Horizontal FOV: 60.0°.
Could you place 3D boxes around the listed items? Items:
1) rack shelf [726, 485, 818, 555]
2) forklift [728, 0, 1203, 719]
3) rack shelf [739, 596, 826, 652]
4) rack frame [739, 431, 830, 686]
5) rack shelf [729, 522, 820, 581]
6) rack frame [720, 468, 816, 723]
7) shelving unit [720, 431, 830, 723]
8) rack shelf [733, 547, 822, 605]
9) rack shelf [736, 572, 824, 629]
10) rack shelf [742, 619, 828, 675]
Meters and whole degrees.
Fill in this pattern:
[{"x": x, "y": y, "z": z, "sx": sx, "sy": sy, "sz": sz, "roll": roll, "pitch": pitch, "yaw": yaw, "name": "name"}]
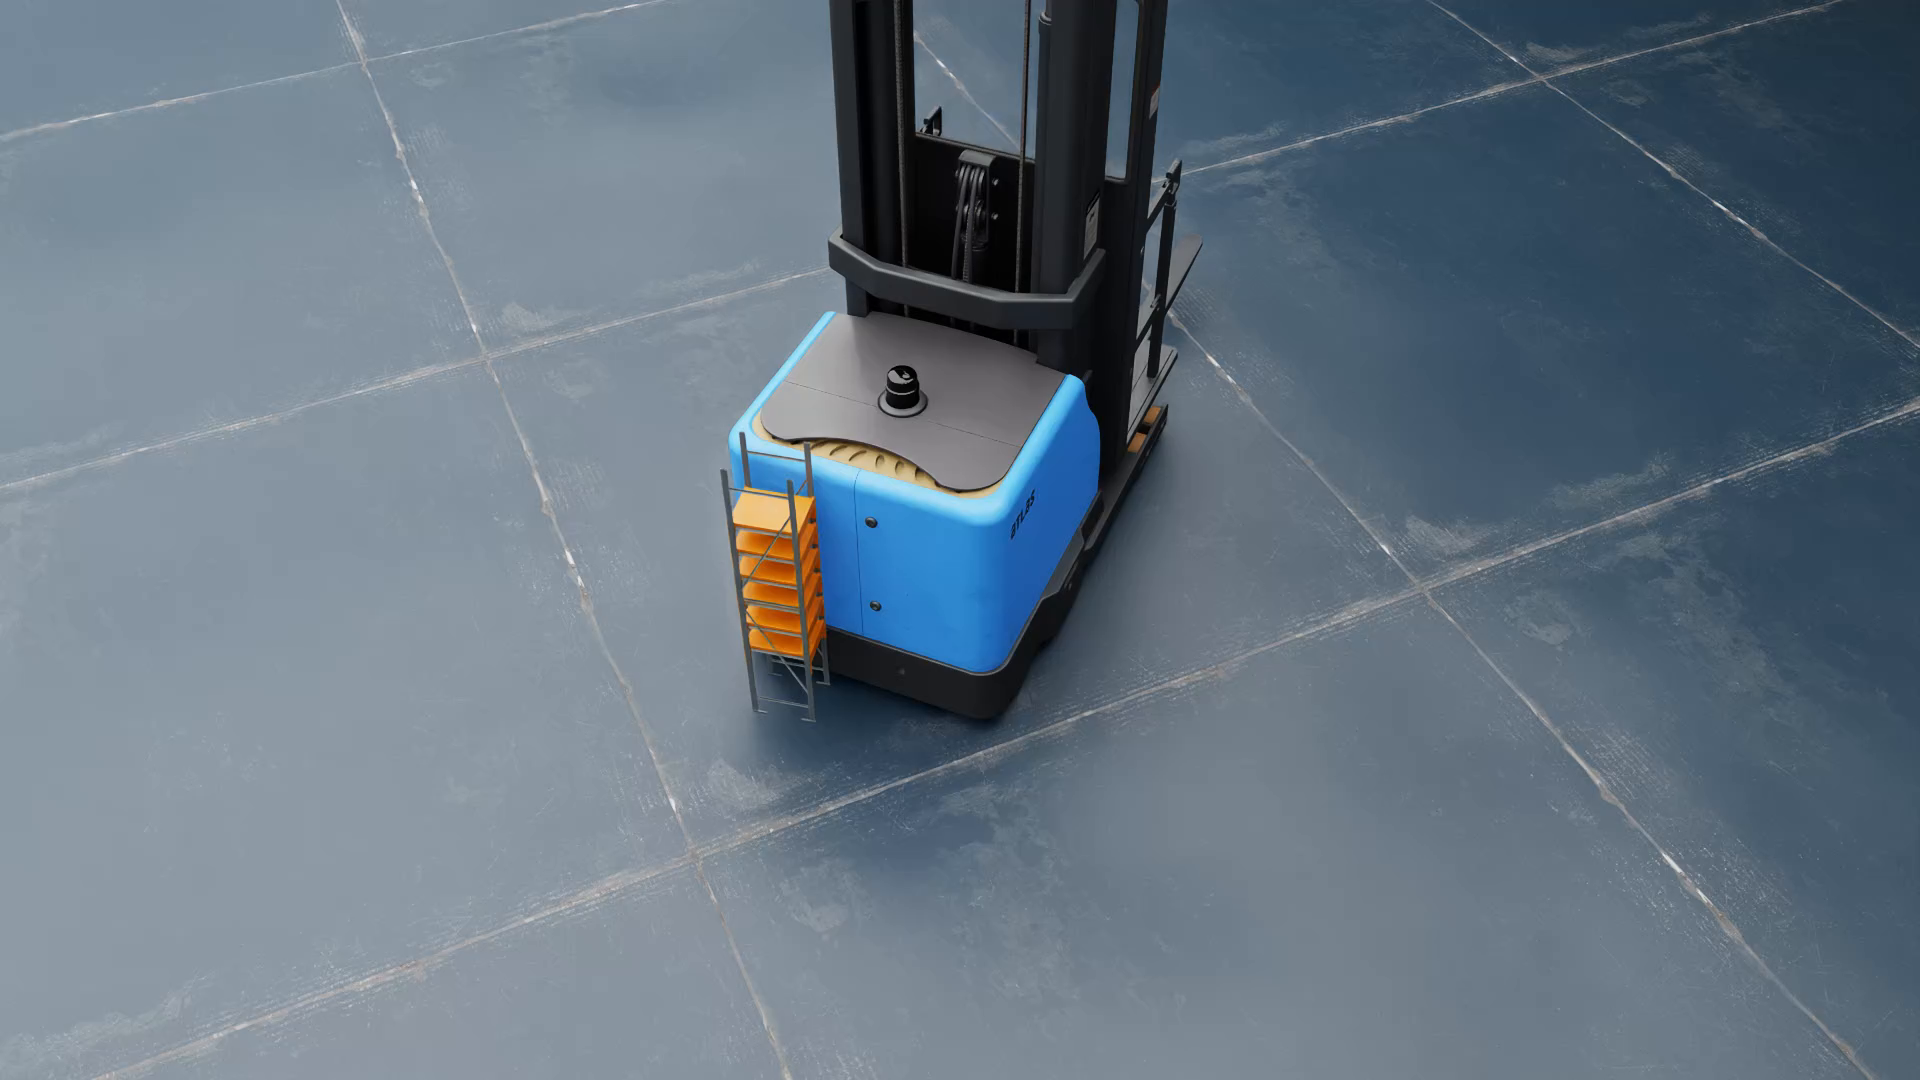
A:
[{"x": -0.622, "y": -0.067, "z": 5.515, "sx": 0.258, "sy": 0.103, "sz": 0.180, "roll": 9, "pitch": 45, "yaw": 9, "name": "rack shelf"}, {"x": 0.246, "y": -1.446, "z": 6.129, "sx": 1.130, "sy": 2.935, "sz": 3.031, "roll": 17, "pitch": 47, "yaw": 16, "name": "forklift"}, {"x": -0.623, "y": 0.274, "z": 5.852, "sx": 0.258, "sy": 0.103, "sz": 0.180, "roll": 9, "pitch": 45, "yaw": 9, "name": "rack shelf"}, {"x": -0.601, "y": 0.095, "z": 5.800, "sx": 0.240, "sy": 1.200, "sz": 0.006, "roll": 9, "pitch": 45, "yaw": 9, "name": "rack frame"}, {"x": -0.622, "y": 0.018, "z": 5.599, "sx": 0.258, "sy": 0.103, "sz": 0.180, "roll": 9, "pitch": 45, "yaw": 9, "name": "rack shelf"}, {"x": -0.644, "y": 0.220, "z": 5.673, "sx": 0.240, "sy": 1.200, "sz": 0.006, "roll": 9, "pitch": 45, "yaw": 9, "name": "rack frame"}, {"x": -0.622, "y": 0.157, "z": 5.736, "sx": 0.258, "sy": 1.200, "sz": 0.189, "roll": 9, "pitch": 45, "yaw": 9, "name": "shelving unit"}, {"x": -0.622, "y": 0.104, "z": 5.683, "sx": 0.258, "sy": 0.103, "sz": 0.180, "roll": 9, "pitch": 45, "yaw": 9, "name": "rack shelf"}, {"x": -0.622, "y": 0.189, "z": 5.767, "sx": 0.258, "sy": 0.103, "sz": 0.180, "roll": 9, "pitch": 45, "yaw": 9, "name": "rack shelf"}, {"x": -0.623, "y": 0.360, "z": 5.936, "sx": 0.258, "sy": 0.103, "sz": 0.180, "roll": 9, "pitch": 45, "yaw": 9, "name": "rack shelf"}]
